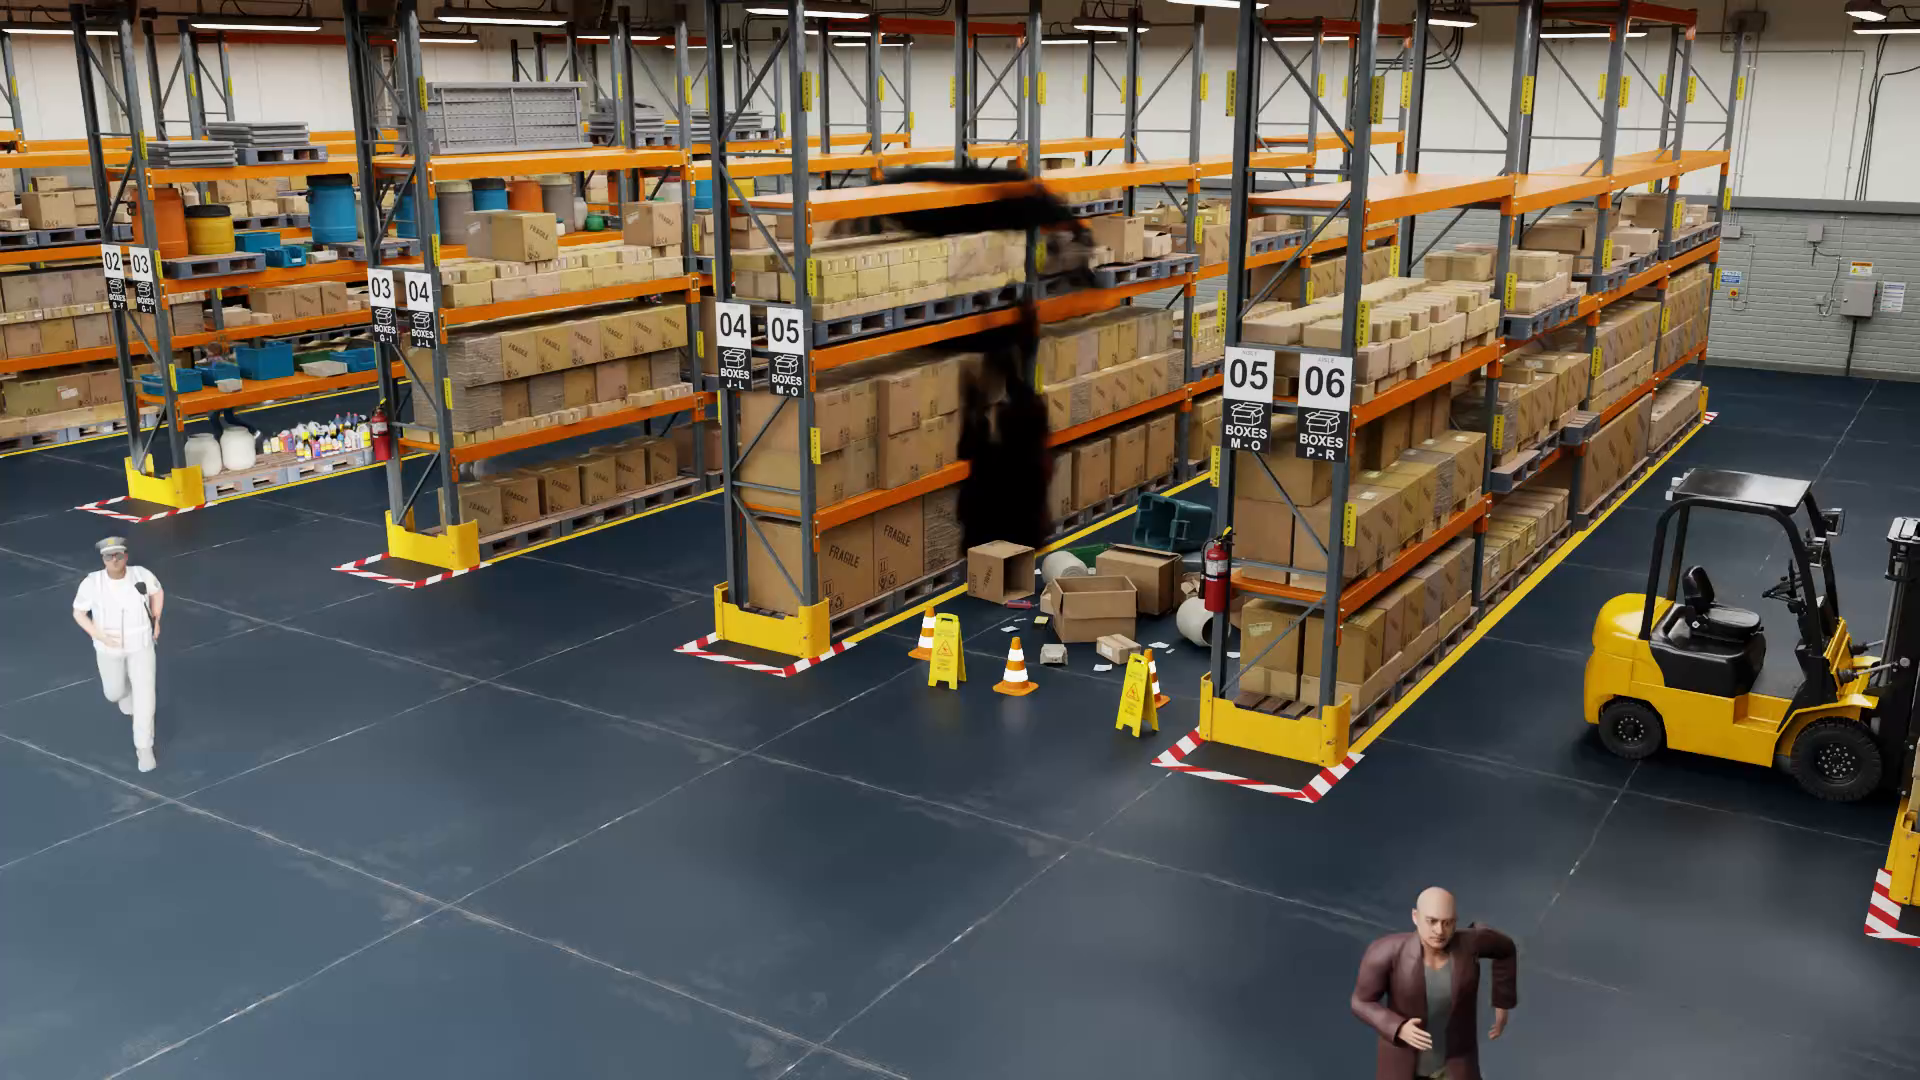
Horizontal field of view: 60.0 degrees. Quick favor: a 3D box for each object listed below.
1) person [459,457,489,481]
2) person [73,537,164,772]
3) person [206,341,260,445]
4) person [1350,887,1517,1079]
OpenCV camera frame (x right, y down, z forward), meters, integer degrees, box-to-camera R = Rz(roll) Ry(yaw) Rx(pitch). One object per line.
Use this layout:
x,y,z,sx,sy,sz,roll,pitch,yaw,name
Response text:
-5.953,-1.221,20.522,0.595,1.651,0.539,7,17,23,person
-6.566,0.823,13.057,0.633,1.792,1.112,-6,17,-22,person
-10.325,-2.012,23.471,0.766,1.622,0.535,-14,21,-42,person
2.121,2.347,7.490,0.752,1.773,0.886,3,16,10,person
